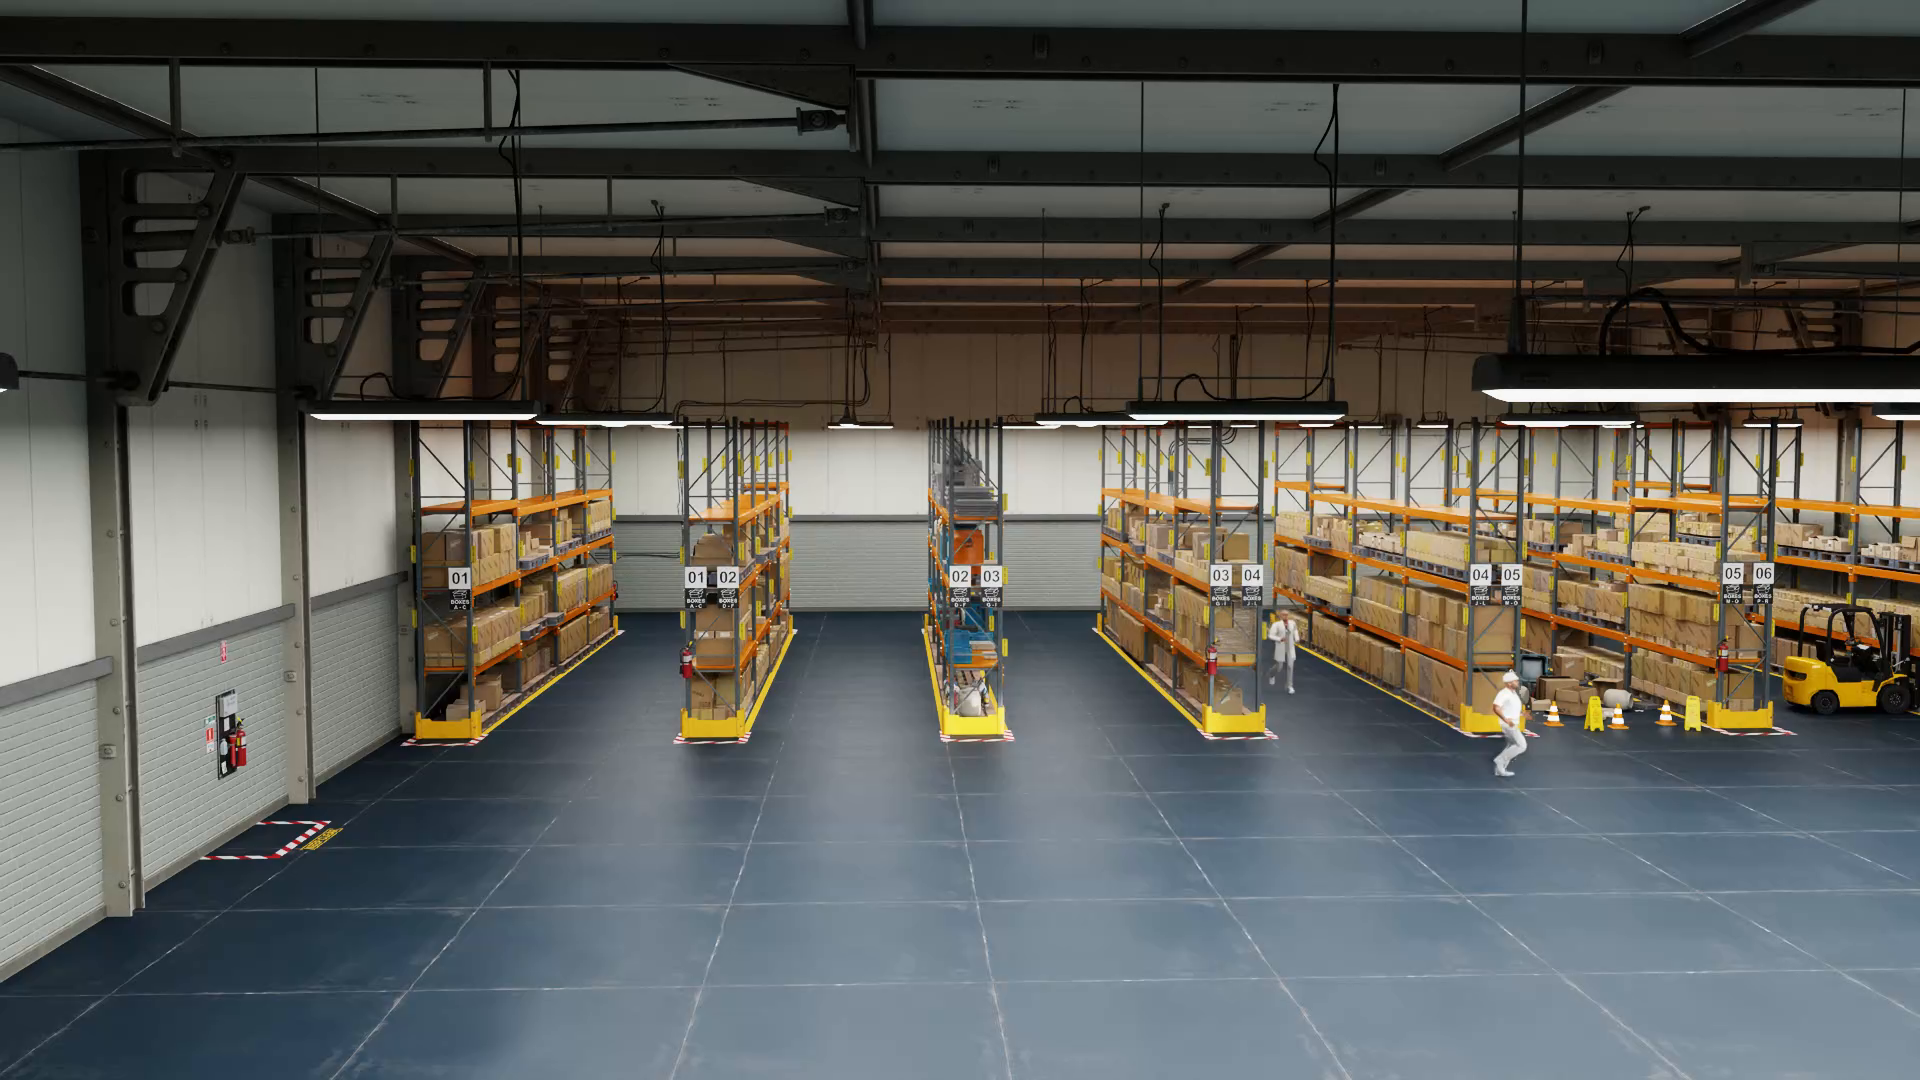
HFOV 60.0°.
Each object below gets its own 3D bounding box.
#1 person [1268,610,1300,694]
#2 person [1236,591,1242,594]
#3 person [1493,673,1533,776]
[{"bbox_3d":[7.161,2.439,36.784,0.718,1.794,1.047,-1,4,-9],"label":"person"},{"bbox_3d":[7.754,1.827,46.320,0.660,1.767,0.661,1,4,8],"label":"person"},{"bbox_3d":[9.148,3.053,27.507,0.574,1.719,0.676,2,4,28],"label":"person"}]
